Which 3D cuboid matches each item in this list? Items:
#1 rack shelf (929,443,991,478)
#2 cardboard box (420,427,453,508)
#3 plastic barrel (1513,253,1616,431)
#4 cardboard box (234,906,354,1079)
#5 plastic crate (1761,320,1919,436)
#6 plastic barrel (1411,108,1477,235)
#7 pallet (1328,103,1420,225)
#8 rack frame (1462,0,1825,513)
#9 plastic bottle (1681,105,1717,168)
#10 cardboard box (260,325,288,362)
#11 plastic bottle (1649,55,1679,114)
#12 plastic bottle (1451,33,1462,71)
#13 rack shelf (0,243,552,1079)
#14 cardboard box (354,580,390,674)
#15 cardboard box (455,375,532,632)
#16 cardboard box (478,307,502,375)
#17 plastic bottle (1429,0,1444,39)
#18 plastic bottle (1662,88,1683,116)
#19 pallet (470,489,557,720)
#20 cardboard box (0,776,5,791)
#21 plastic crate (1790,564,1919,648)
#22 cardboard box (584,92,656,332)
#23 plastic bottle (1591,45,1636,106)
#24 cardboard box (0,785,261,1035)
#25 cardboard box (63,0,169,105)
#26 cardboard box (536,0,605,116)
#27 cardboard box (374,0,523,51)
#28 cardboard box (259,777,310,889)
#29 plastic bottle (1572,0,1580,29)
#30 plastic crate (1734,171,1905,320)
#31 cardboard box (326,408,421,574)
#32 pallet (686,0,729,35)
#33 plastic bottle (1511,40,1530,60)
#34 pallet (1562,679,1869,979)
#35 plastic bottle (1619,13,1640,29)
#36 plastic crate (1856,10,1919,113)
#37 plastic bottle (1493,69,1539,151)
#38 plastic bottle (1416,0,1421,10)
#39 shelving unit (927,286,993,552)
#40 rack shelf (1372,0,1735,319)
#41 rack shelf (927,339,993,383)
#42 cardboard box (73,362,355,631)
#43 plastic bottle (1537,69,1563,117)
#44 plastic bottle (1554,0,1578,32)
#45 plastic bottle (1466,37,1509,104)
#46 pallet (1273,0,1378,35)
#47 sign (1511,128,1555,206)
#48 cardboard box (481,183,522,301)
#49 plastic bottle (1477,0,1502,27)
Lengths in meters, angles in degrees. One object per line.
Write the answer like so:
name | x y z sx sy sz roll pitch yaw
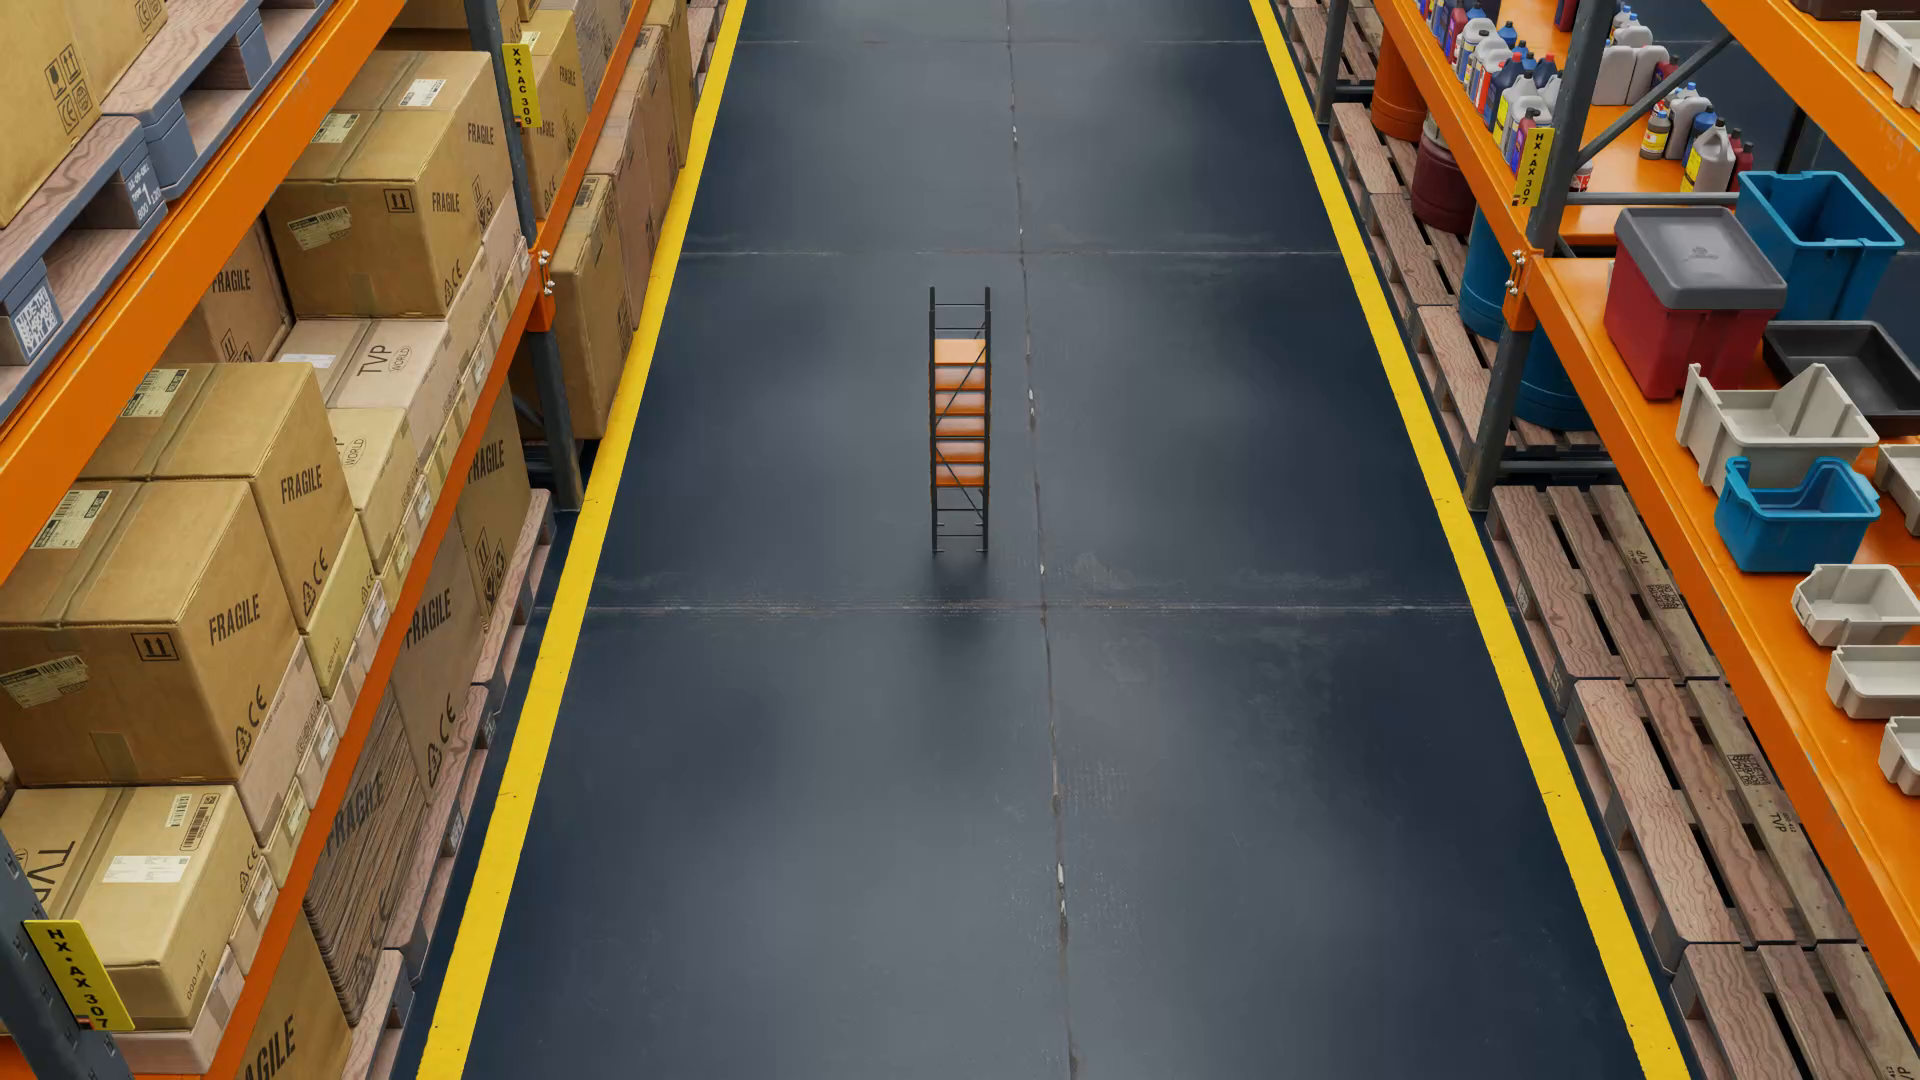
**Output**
rack shelf | 0.000 -0.349 6.989 0.258 0.103 0.180 0 39 0
cardboard box | -1.860 -0.233 5.343 0.380 0.149 0.250 -1 39 -1
plastic barrel | 2.780 -1.014 7.459 0.600 0.901 0.708 0 39 0
cardboard box | -2.266 1.441 4.416 0.875 0.875 0.875 0 39 0
plastic crate | 3.033 -0.545 5.704 0.437 0.125 0.590 0 39 0
plastic barrel | 2.777 -2.041 8.991 0.600 0.588 0.708 0 39 0
pallet | 2.801 -2.249 9.888 1.003 0.211 1.213 0 39 0
rack frame | 2.763 -1.329 6.510 1.000 3.000 0.127 0 39 0
plastic bottle | 3.171 -1.725 7.107 0.097 0.271 0.097 0 39 0
cardboard box | -2.449 -0.454 5.300 0.500 0.250 0.500 1 39 1
plastic bottle | 3.188 -2.069 7.526 0.061 0.283 0.133 0 39 0
plastic bottle | 2.410 -2.343 7.934 0.097 0.201 0.097 0 39 0
rack shelf | -2.188 0.206 5.170 1.077 0.370 4.000 0 39 0
cardboard box | -1.860 0.248 4.743 0.380 0.149 0.250 0 39 -1
cardboard box | -2.269 -0.247 6.523 0.875 0.875 0.875 0 39 0
cardboard box | -1.861 -0.716 5.945 0.380 0.149 0.250 -1 39 -1
plastic bottle | 2.437 -2.644 8.250 0.152 0.276 0.135 0 39 0
plastic bottle | 3.170 -1.903 7.385 0.097 0.201 0.097 0 39 0
pallet | -2.267 0.238 6.784 1.003 0.211 1.213 0 39 0
cardboard box | -2.449 0.521 3.483 0.500 0.500 0.500 0 39 1
plastic crate | 2.556 0.201 4.763 0.298 0.136 0.250 0 39 0
cardboard box | -2.212 -1.619 8.235 1.225 0.875 0.875 -1 39 -2
plastic bottle | 2.990 -2.149 7.633 0.152 0.276 0.135 0 39 0
cardboard box | -1.916 0.818 3.713 0.500 0.250 0.500 -1 39 -1
cardboard box | -2.169 -1.237 3.500 0.700 0.500 0.500 -2 39 -3
cardboard box | -1.942 -2.280 7.616 0.500 0.500 0.500 -1 39 -1
cardboard box | -2.199 -2.155 6.659 0.797 0.503 0.637 -1 39 -1
cardboard box | -1.858 0.731 4.140 0.380 0.149 0.250 -1 39 -1
plastic bottle | 3.145 -2.744 8.315 0.144 0.351 0.185 0 39 0
plastic crate | 3.105 -1.055 6.132 0.392 0.384 0.575 0 39 0
cardboard box | -1.926 -0.148 4.918 0.500 0.250 0.500 -1 39 -1
pallet | -2.192 -3.988 12.058 1.003 0.211 1.213 0 39 0
plastic bottle | 2.563 -2.165 7.656 0.097 0.271 0.097 0 39 0
pallet | 2.807 0.984 5.854 1.003 0.211 1.213 0 39 0
plastic bottle | 3.169 -2.365 7.906 0.097 0.271 0.097 0 39 0
plastic crate | 2.517 -1.187 4.145 0.437 0.136 0.530 0 39 0
plastic bottle | 2.435 -1.884 7.242 0.144 0.351 0.185 0 39 0
plastic bottle | 2.410 -2.859 8.522 0.097 0.271 0.097 0 39 0
shelving unit | 0.000 -0.477 6.886 0.258 1.200 0.189 0 39 0
rack shelf | 2.761 -2.299 8.295 1.077 0.370 4.000 0 39 0
rack shelf | 0.000 -0.724 6.689 0.258 0.103 0.180 0 39 0
cardboard box | -1.923 -0.111 4.273 0.500 0.500 0.500 -1 39 -1
plastic bottle | 2.579 -1.884 7.242 0.144 0.351 0.185 0 39 0
plastic bottle | 3.043 -2.702 8.316 0.061 0.283 0.133 0 39 0
plastic bottle | 2.438 -2.155 7.639 0.152 0.276 0.135 0 39 0
pallet | 2.798 -3.988 12.057 1.003 0.211 1.213 0 39 0
sign | 2.213 -1.438 6.424 0.100 0.325 0.005 0 39 0
cardboard box | -1.927 -1.107 6.115 0.500 0.250 0.500 -1 39 -1
plastic bottle | 2.586 -2.658 8.207 0.144 0.351 0.185 0 39 0
